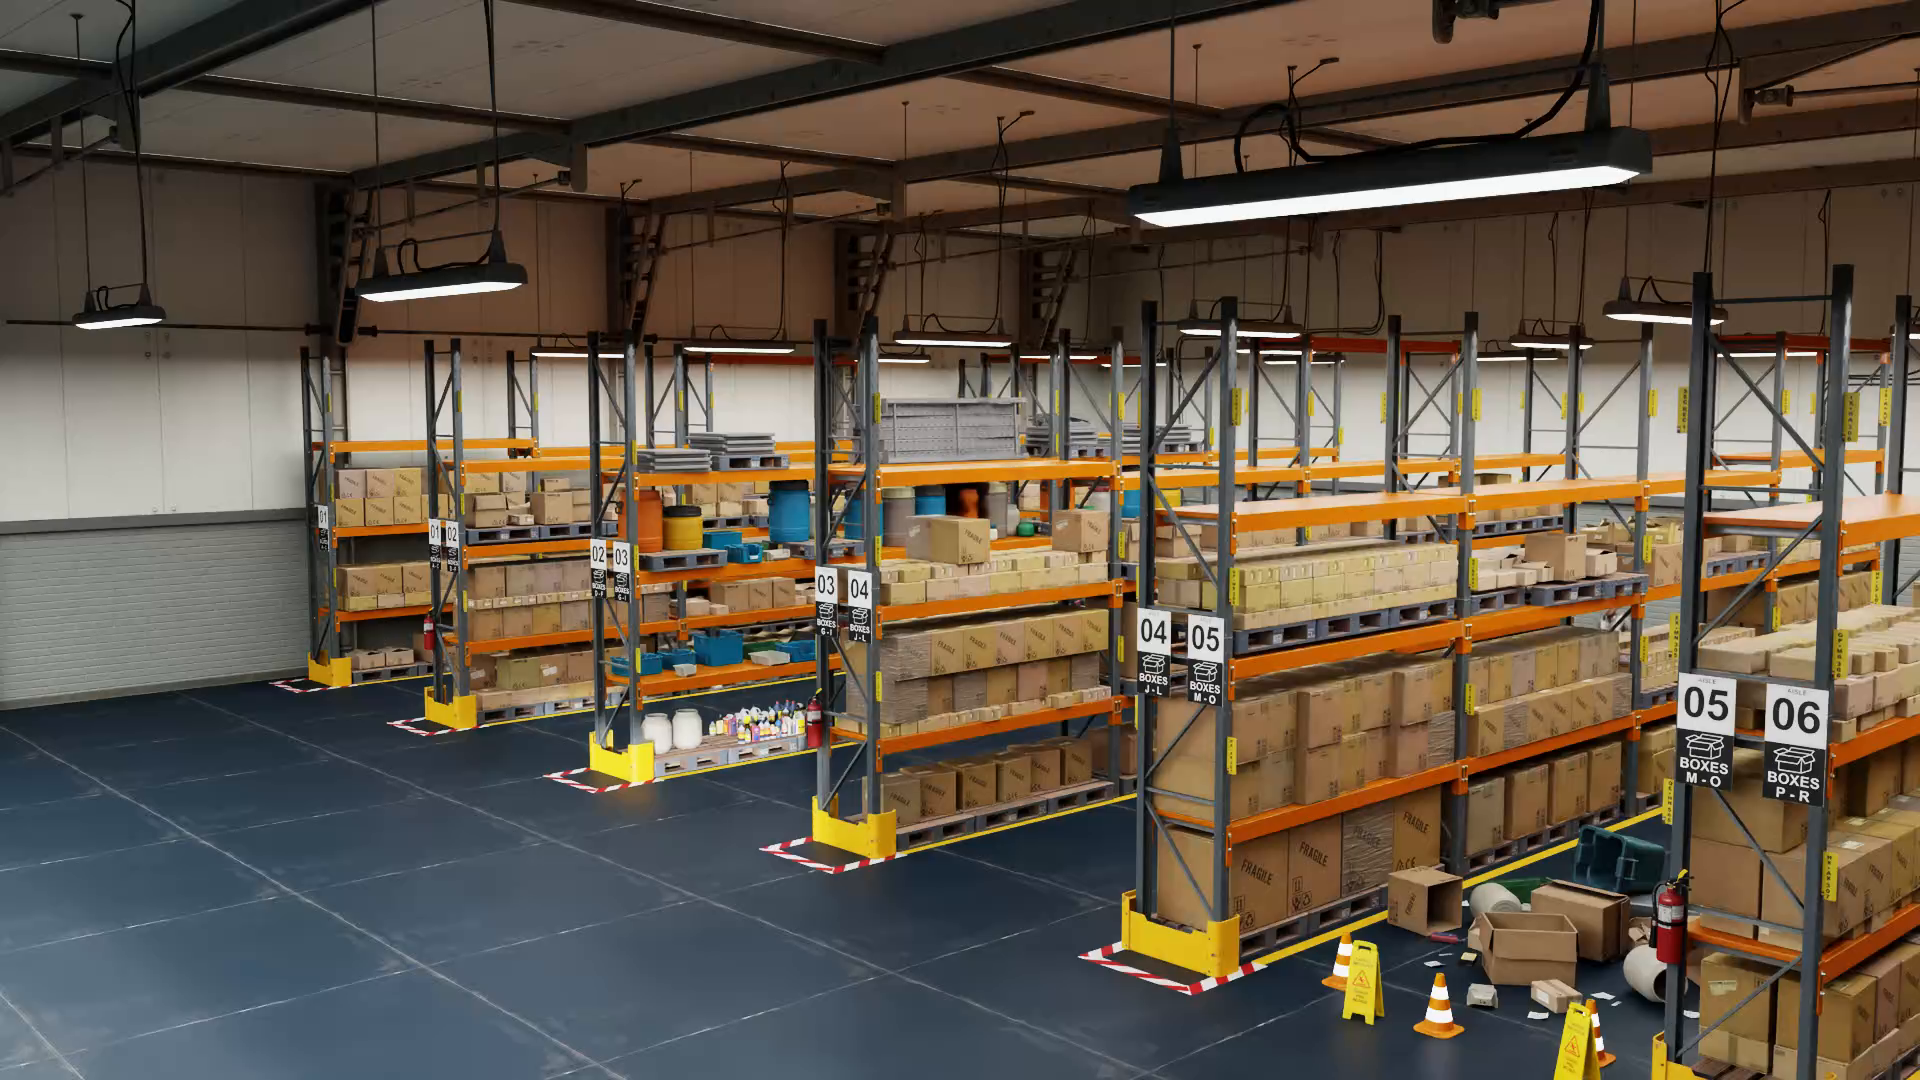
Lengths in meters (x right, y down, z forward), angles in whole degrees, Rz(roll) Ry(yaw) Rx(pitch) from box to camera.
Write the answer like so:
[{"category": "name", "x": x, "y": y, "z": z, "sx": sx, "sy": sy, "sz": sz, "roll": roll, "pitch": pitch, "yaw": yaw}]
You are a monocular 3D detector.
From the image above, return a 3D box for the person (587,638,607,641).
[{"category": "person", "x": -6.583, "y": 1.699, "z": 30.215, "sx": 0.574, "sy": 1.737, "sz": 0.754, "roll": 4, "pitch": 7, "yaw": 40}]

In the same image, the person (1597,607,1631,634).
[{"category": "person", "x": 11.017, "y": 1.850, "z": 27.950, "sx": 0.660, "sy": 1.737, "sz": 0.674, "roll": -4, "pitch": 7, "yaw": -40}]
